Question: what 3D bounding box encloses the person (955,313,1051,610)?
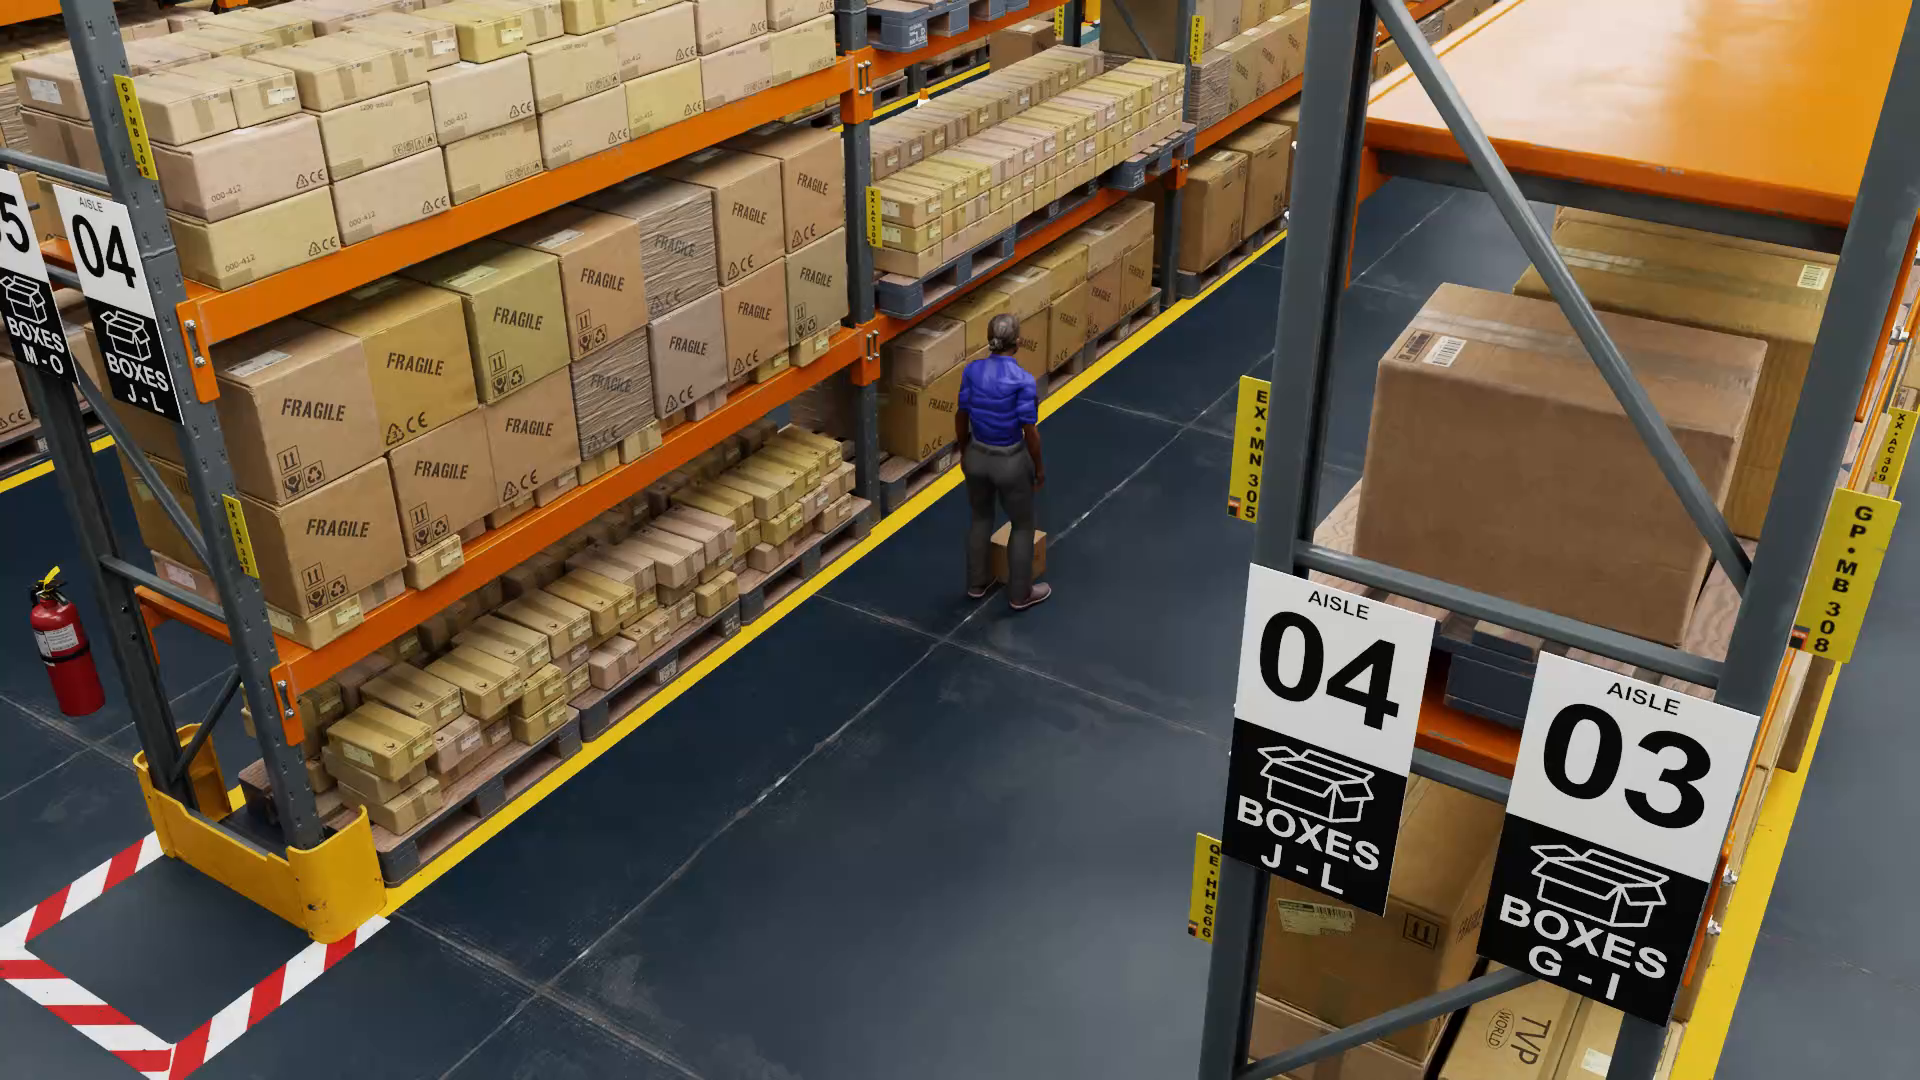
[{"bbox_3d":[0.223,-0.410,8.879,0.521,1.654,0.352,16,34,24],"label":"person"}]
